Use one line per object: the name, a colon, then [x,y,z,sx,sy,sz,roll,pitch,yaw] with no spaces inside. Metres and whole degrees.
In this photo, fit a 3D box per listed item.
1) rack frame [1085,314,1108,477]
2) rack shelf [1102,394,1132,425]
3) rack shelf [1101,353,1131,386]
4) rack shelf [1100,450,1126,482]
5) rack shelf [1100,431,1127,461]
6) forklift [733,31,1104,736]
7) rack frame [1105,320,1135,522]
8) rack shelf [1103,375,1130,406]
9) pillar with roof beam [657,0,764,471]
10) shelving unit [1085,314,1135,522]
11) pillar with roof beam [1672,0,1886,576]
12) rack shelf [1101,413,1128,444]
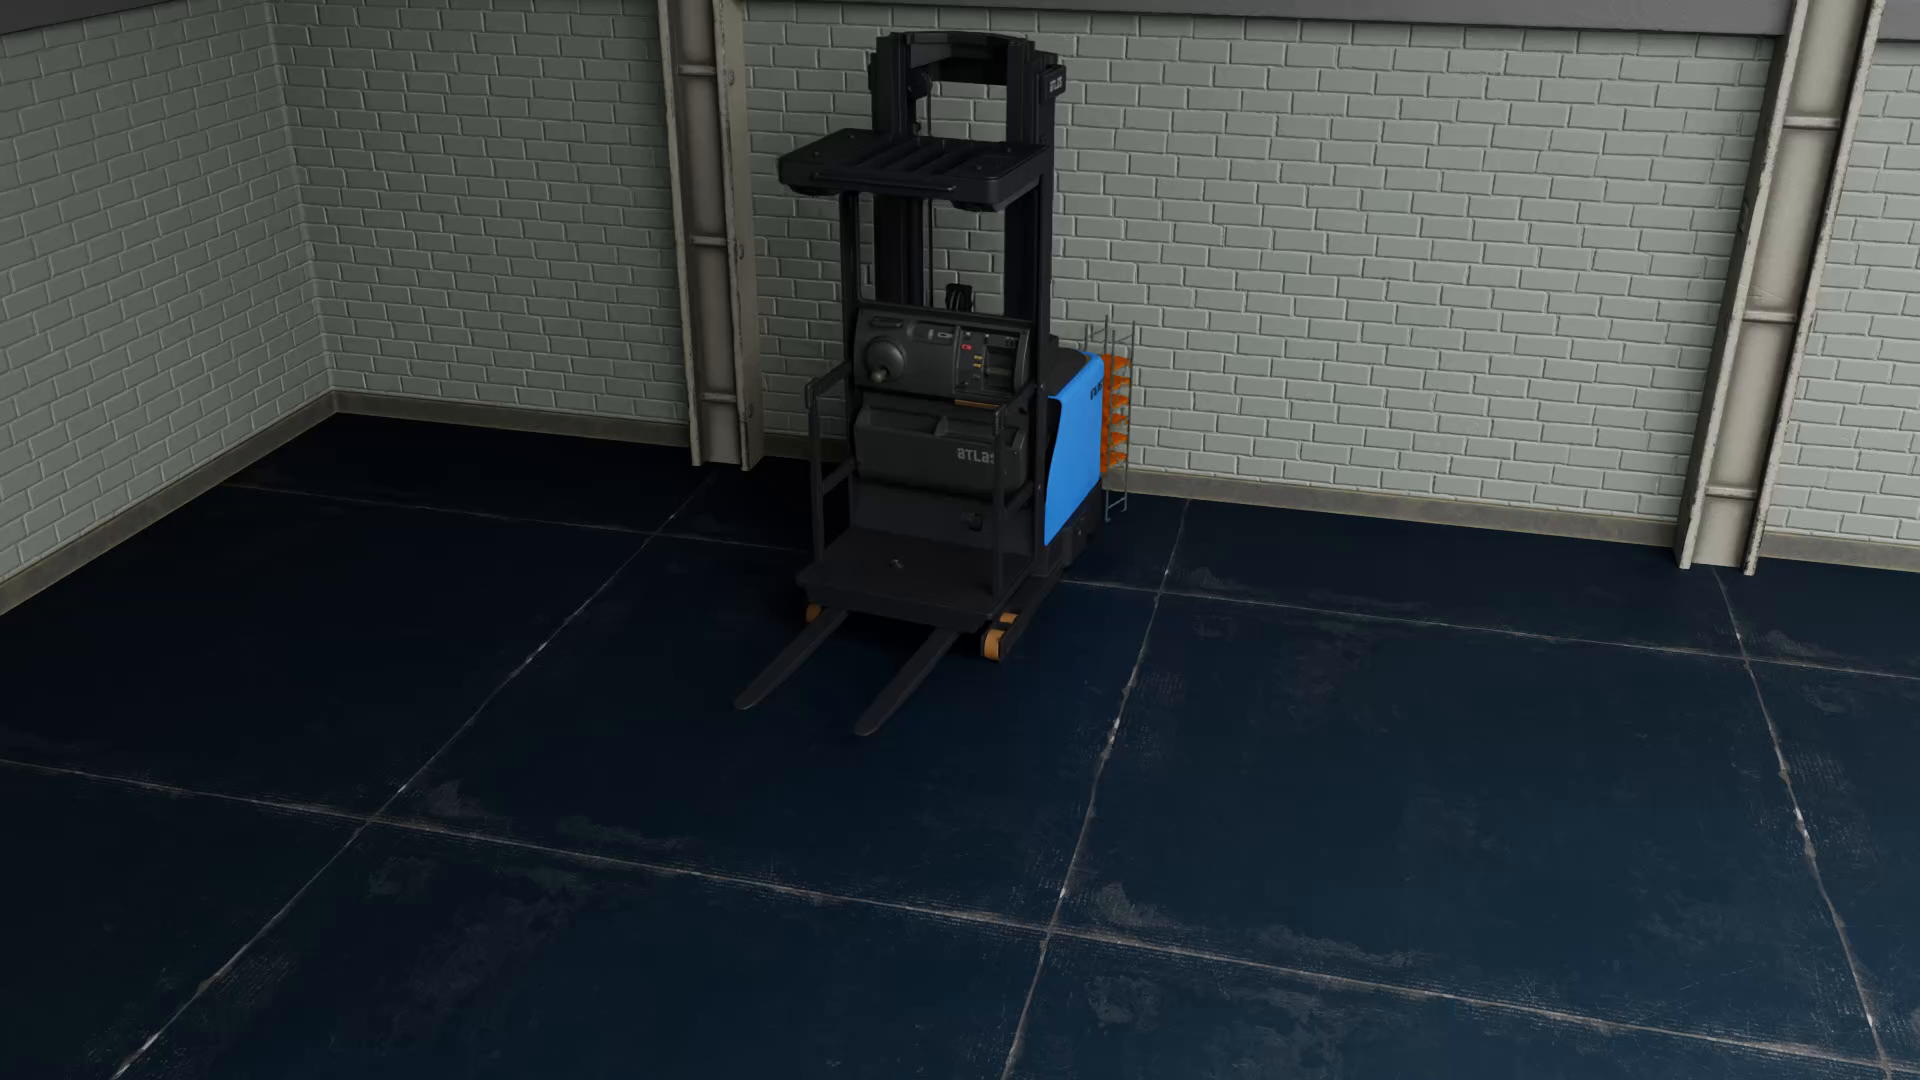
rack frame: [0.795,-0.737,9.903,0.006,1.200,0.240,18,31,32]
rack shelf: [0.868,-0.782,9.821,0.180,0.103,0.258,18,31,32]
rack shelf: [0.868,-0.999,9.718,0.180,0.103,0.258,18,31,32]
rack shelf: [0.868,-0.457,9.975,0.180,0.103,0.258,18,31,32]
rack shelf: [0.868,-0.566,9.924,0.180,0.103,0.258,18,31,32]
forklift: [-0.176,-0.909,8.250,1.130,2.935,3.031,10,27,19]
rack frame: [0.942,-0.691,9.805,0.006,1.200,0.240,18,31,32]
rack shelf: [0.868,-0.891,9.770,0.180,0.103,0.258,18,31,32]
pillar with roof beam: [-2.581,-2.799,5.160,0.400,9.000,9.100,6,26,13]
shelving unit: [0.868,-0.714,9.854,0.189,1.200,0.258,18,31,32]
pillar with roof beam: [3.230,-2.156,3.811,0.400,9.000,9.100,6,26,13]
rack shelf: [0.868,-0.674,9.873,0.180,0.103,0.258,18,31,32]
